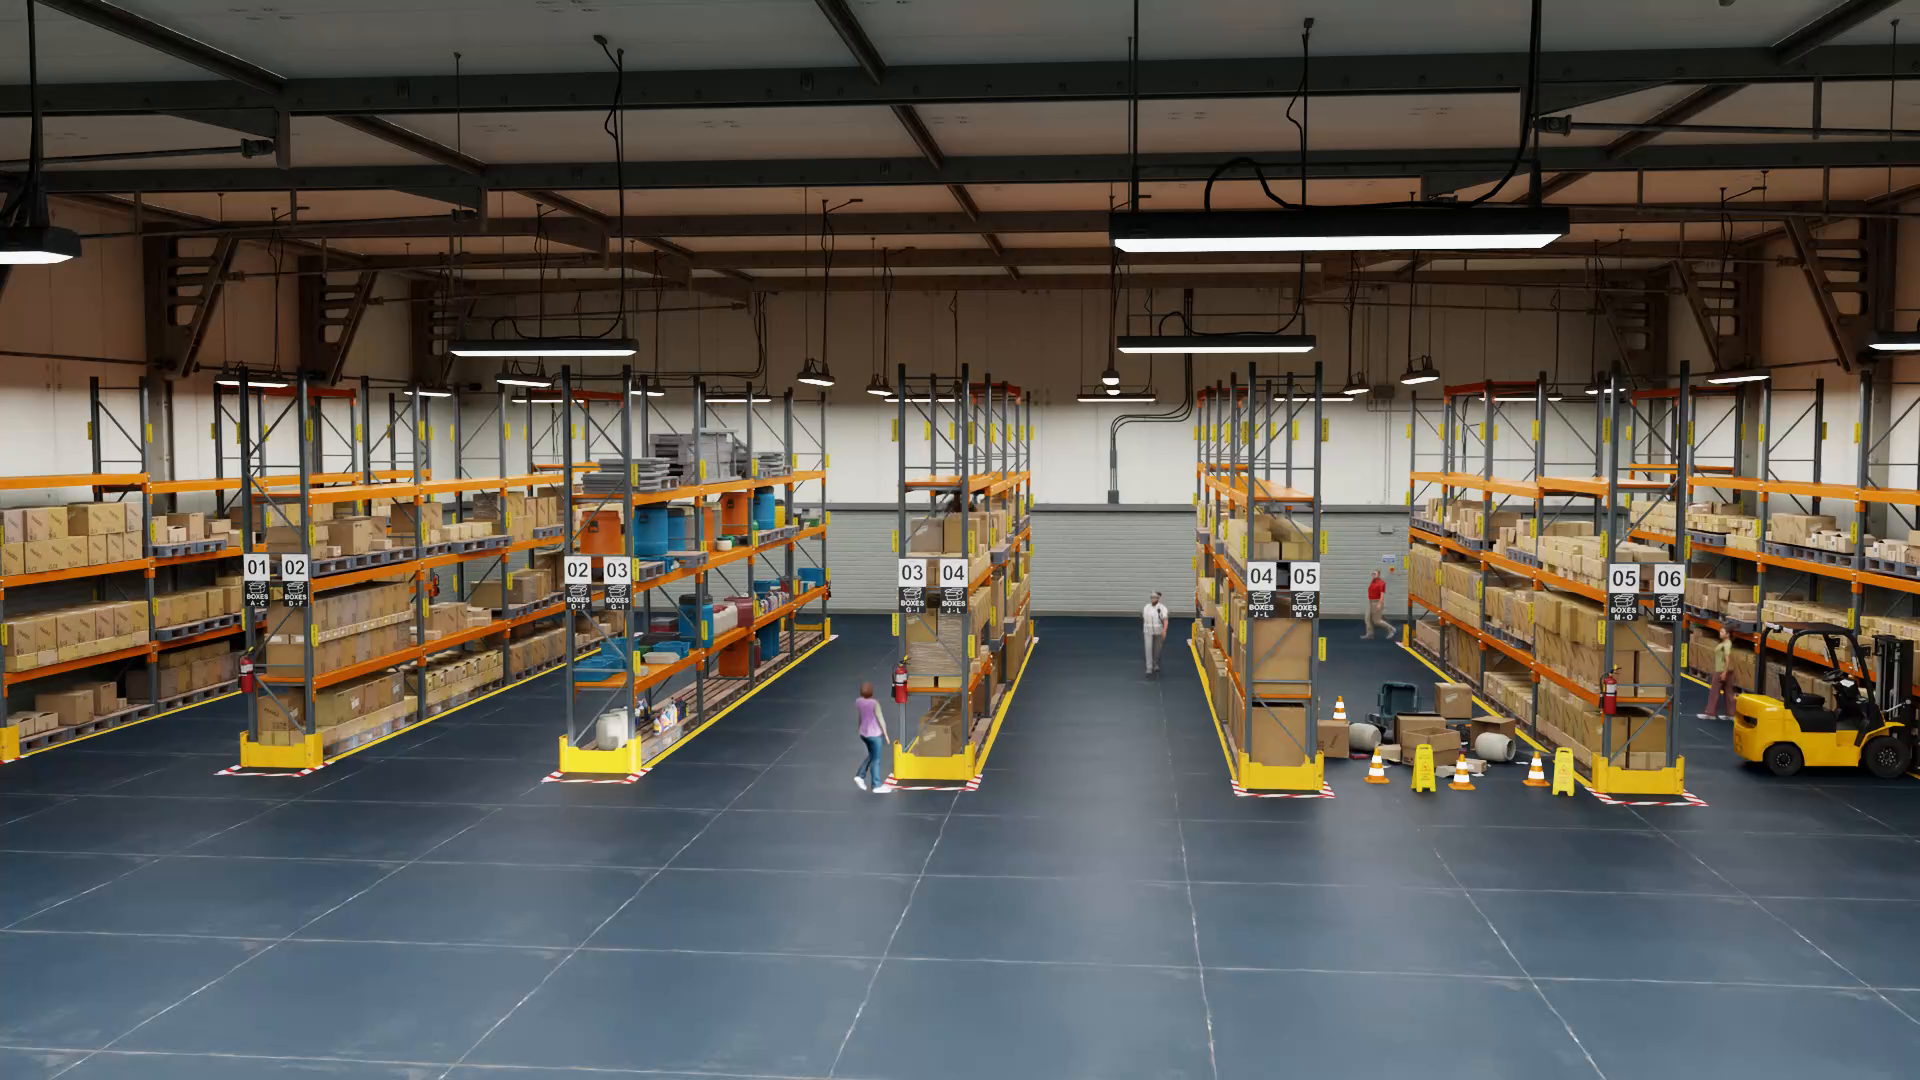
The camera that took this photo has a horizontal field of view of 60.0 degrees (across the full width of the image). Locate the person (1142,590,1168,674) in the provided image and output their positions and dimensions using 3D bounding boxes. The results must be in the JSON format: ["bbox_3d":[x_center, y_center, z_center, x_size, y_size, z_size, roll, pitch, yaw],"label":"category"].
[{"bbox_3d":[4.055,1.908,34.541,0.532,1.722,1.060,0,4,4],"label":"person"}]

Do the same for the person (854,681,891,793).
[{"bbox_3d":[-1.226,2.740,23.137,0.470,1.569,0.499,-3,5,-39],"label":"person"}]

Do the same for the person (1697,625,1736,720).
[{"bbox_3d":[13.265,2.309,29.060,0.472,1.671,0.580,-3,5,-42],"label":"person"}]

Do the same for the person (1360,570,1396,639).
[{"bbox_3d":[10.089,1.559,40.210,0.783,1.683,0.561,0,4,3],"label":"person"}]
